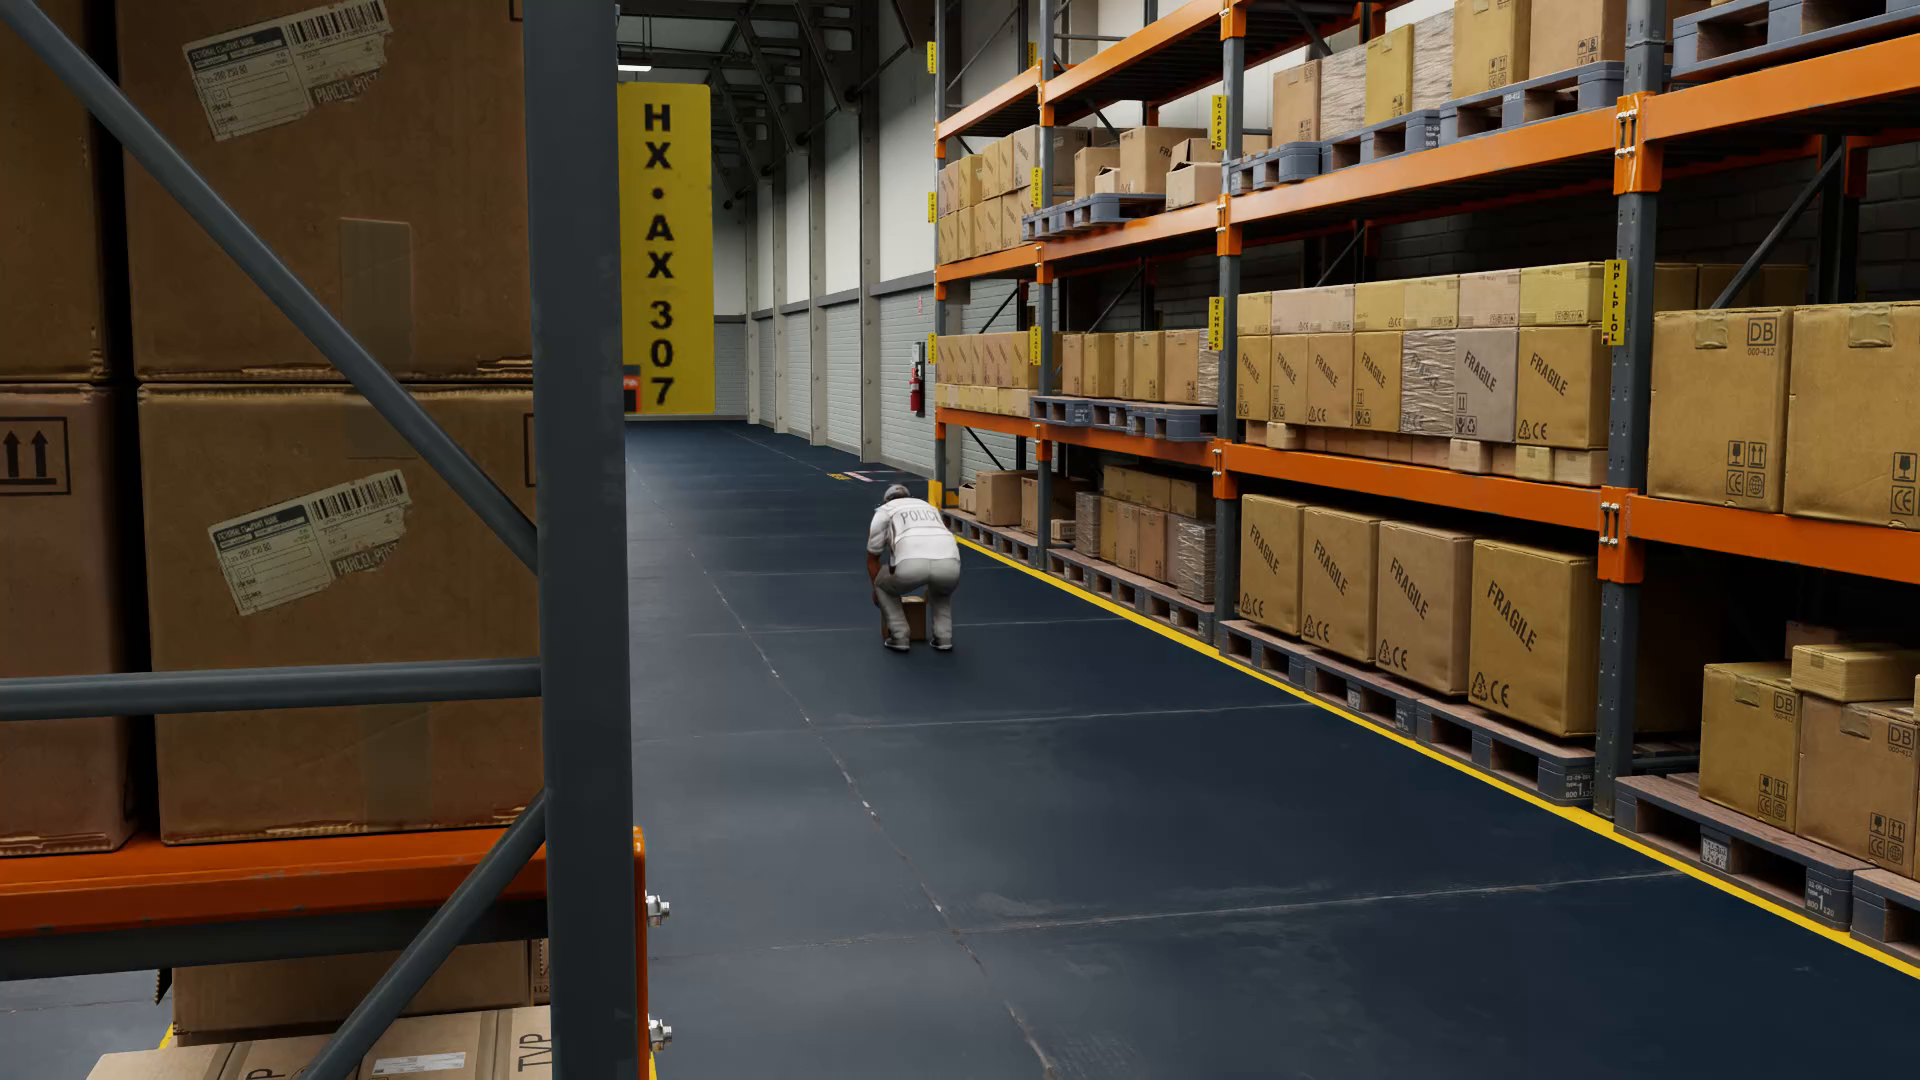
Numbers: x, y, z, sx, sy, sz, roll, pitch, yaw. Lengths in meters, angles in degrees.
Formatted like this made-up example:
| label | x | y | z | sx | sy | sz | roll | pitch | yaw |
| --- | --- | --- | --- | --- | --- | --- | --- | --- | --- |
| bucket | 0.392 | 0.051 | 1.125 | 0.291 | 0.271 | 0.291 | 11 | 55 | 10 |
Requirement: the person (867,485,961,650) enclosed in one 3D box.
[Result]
| label | x | y | z | sx | sy | sz | roll | pitch | yaw |
| --- | --- | --- | --- | --- | --- | --- | --- | --- | --- |
| person | -0.298 | 0.179 | 10.553 | 0.530 | 1.016 | 0.843 | -2 | 6 | -14 |
